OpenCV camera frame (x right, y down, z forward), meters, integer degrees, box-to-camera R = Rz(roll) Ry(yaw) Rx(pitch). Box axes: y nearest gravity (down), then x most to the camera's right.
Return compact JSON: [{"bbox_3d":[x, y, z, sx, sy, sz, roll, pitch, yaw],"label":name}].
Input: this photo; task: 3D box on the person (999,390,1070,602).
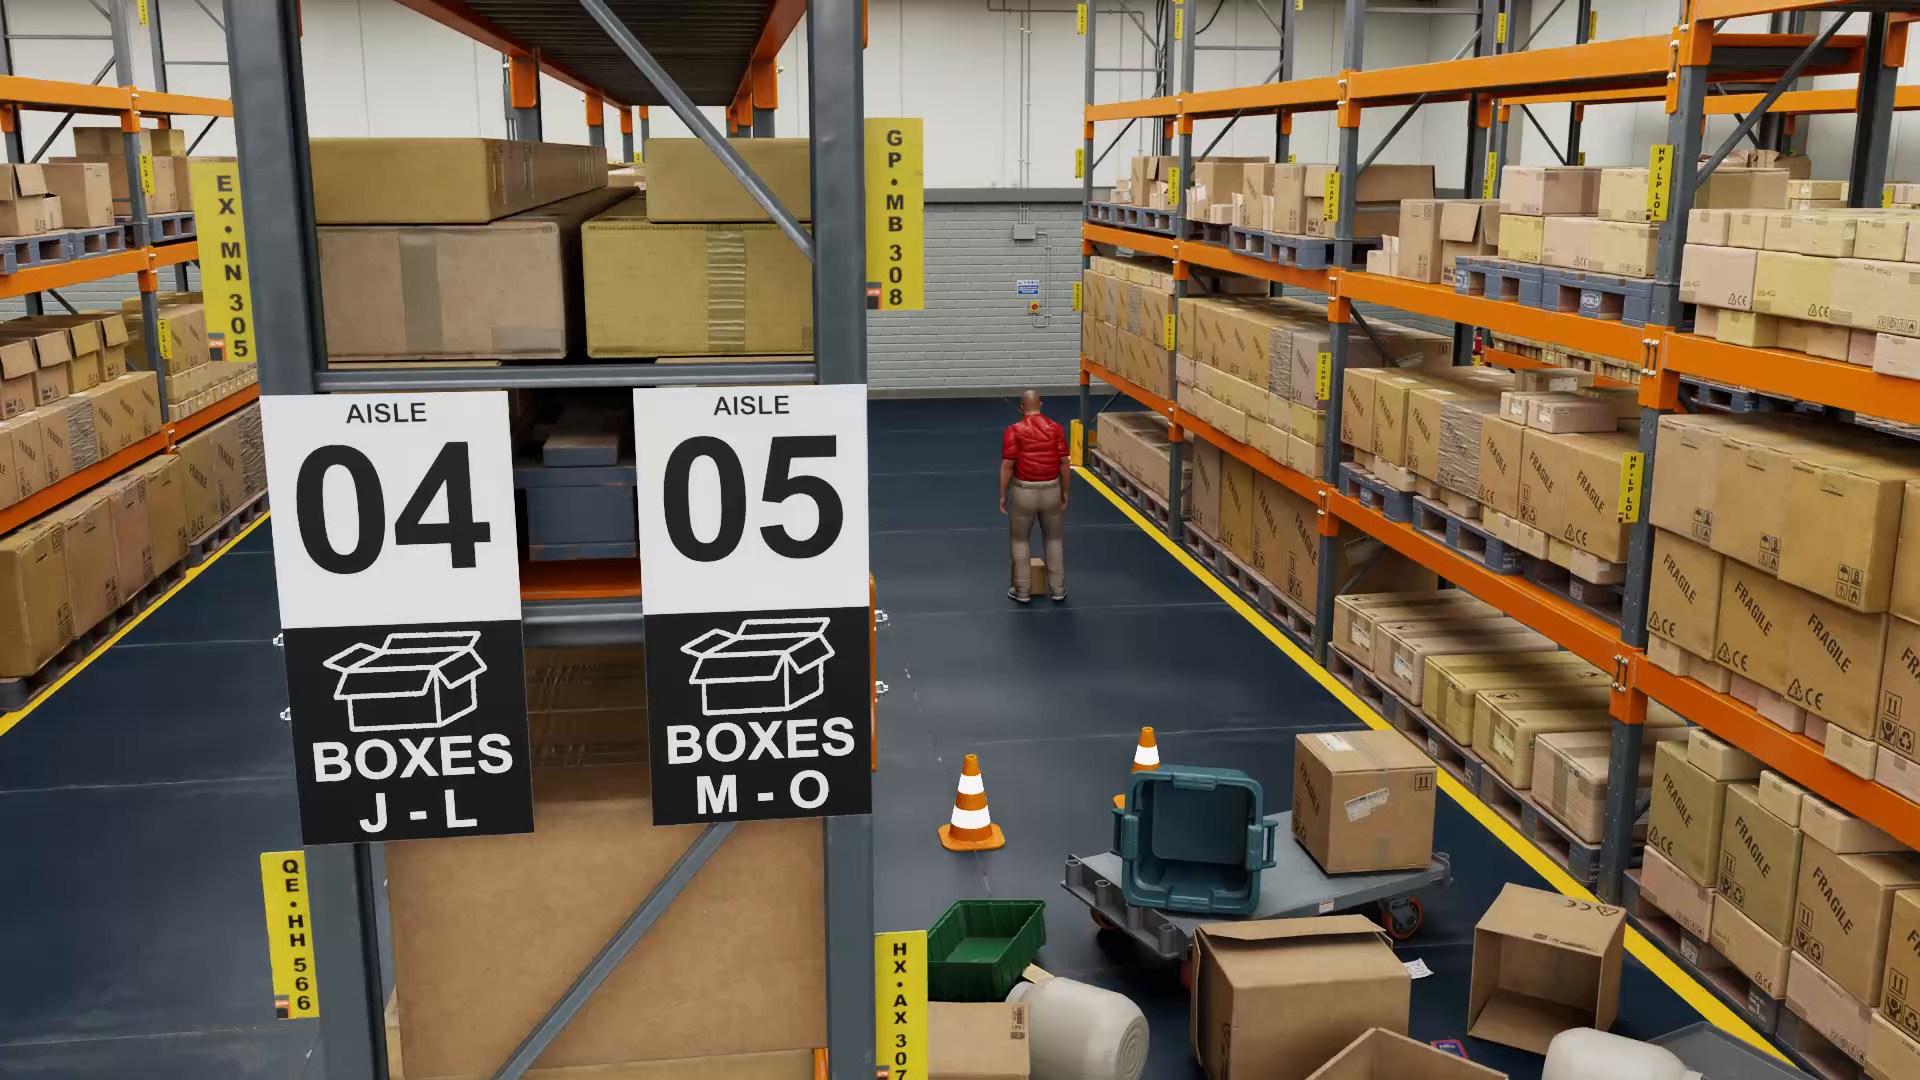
[{"bbox_3d":[0.612,-0.356,13.551,0.605,1.726,0.389,-3,13,-12],"label":"person"}]
